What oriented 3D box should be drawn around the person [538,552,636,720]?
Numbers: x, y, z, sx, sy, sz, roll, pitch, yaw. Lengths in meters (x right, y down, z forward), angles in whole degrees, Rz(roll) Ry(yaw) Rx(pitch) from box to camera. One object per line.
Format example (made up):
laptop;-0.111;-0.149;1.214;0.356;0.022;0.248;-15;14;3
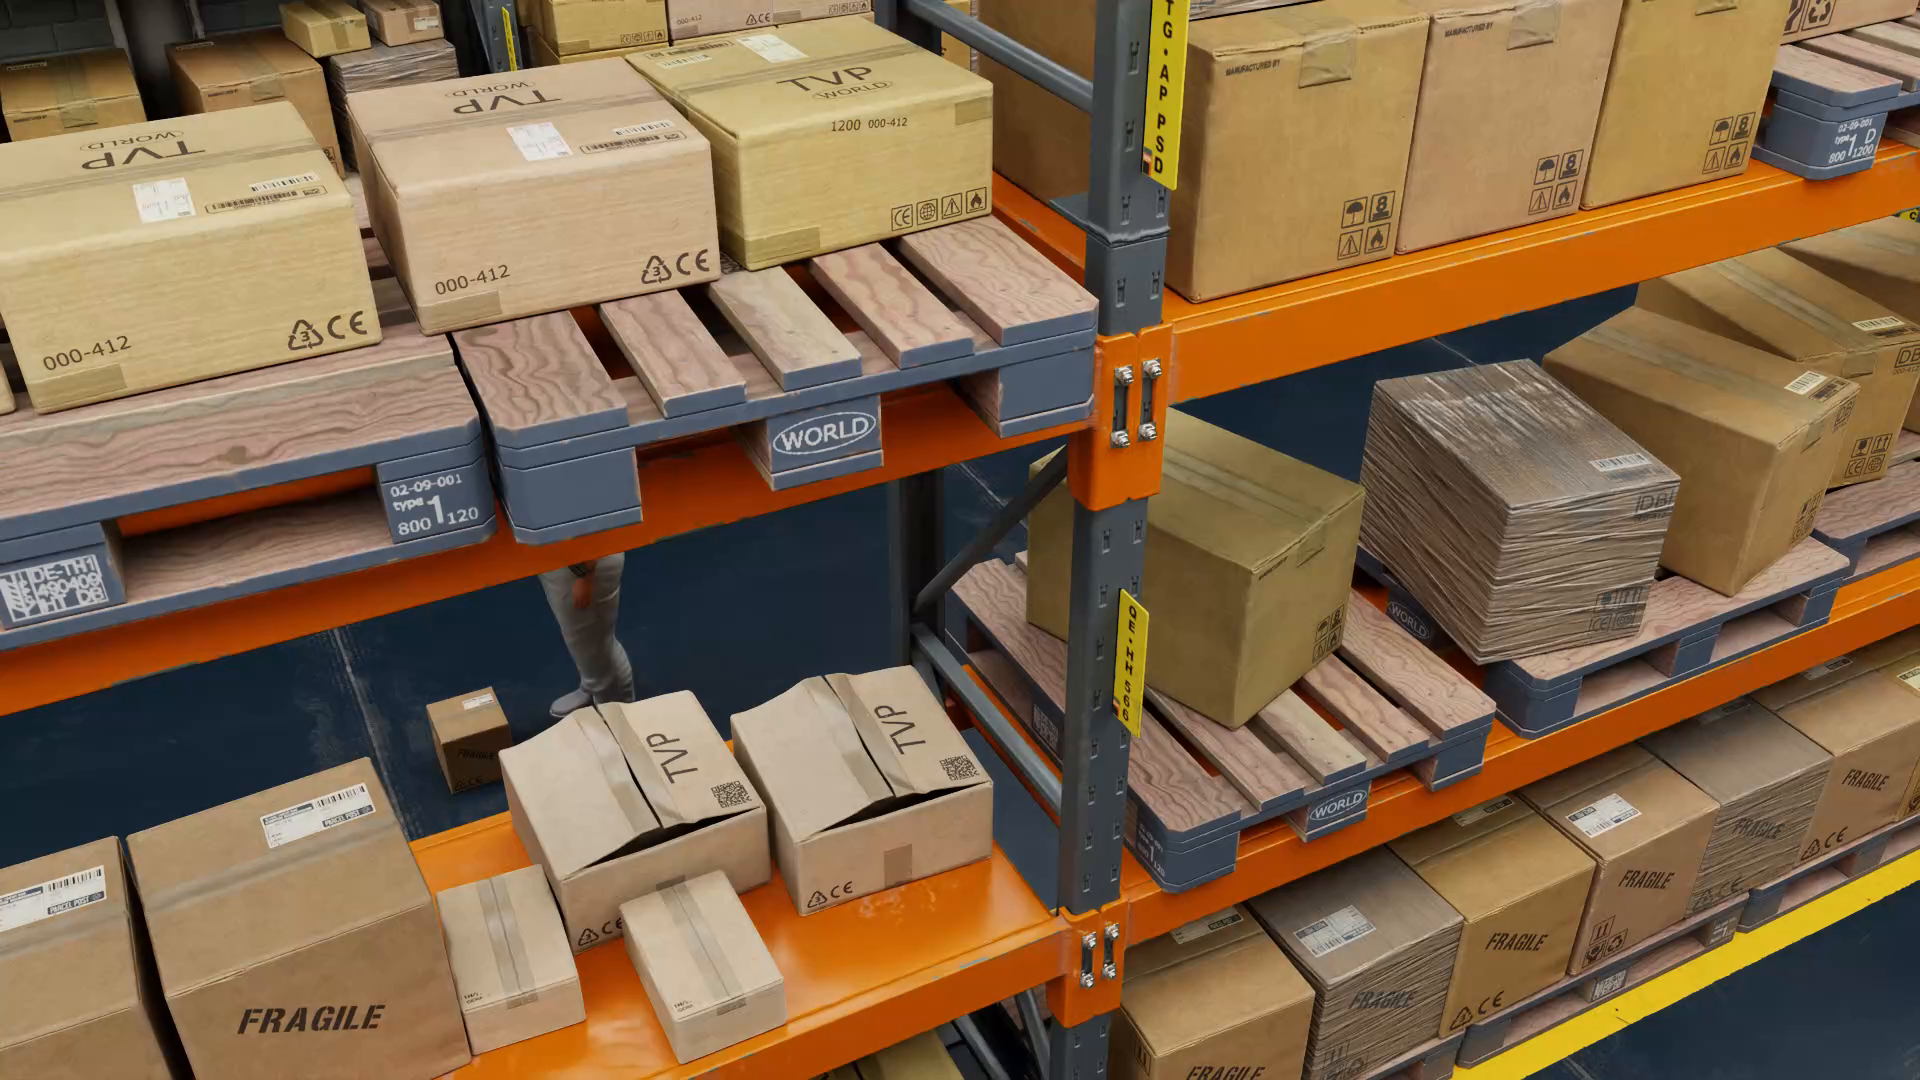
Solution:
person;-1.420;0.053;6.069;0.390;1.676;0.481;-15;36;-22
